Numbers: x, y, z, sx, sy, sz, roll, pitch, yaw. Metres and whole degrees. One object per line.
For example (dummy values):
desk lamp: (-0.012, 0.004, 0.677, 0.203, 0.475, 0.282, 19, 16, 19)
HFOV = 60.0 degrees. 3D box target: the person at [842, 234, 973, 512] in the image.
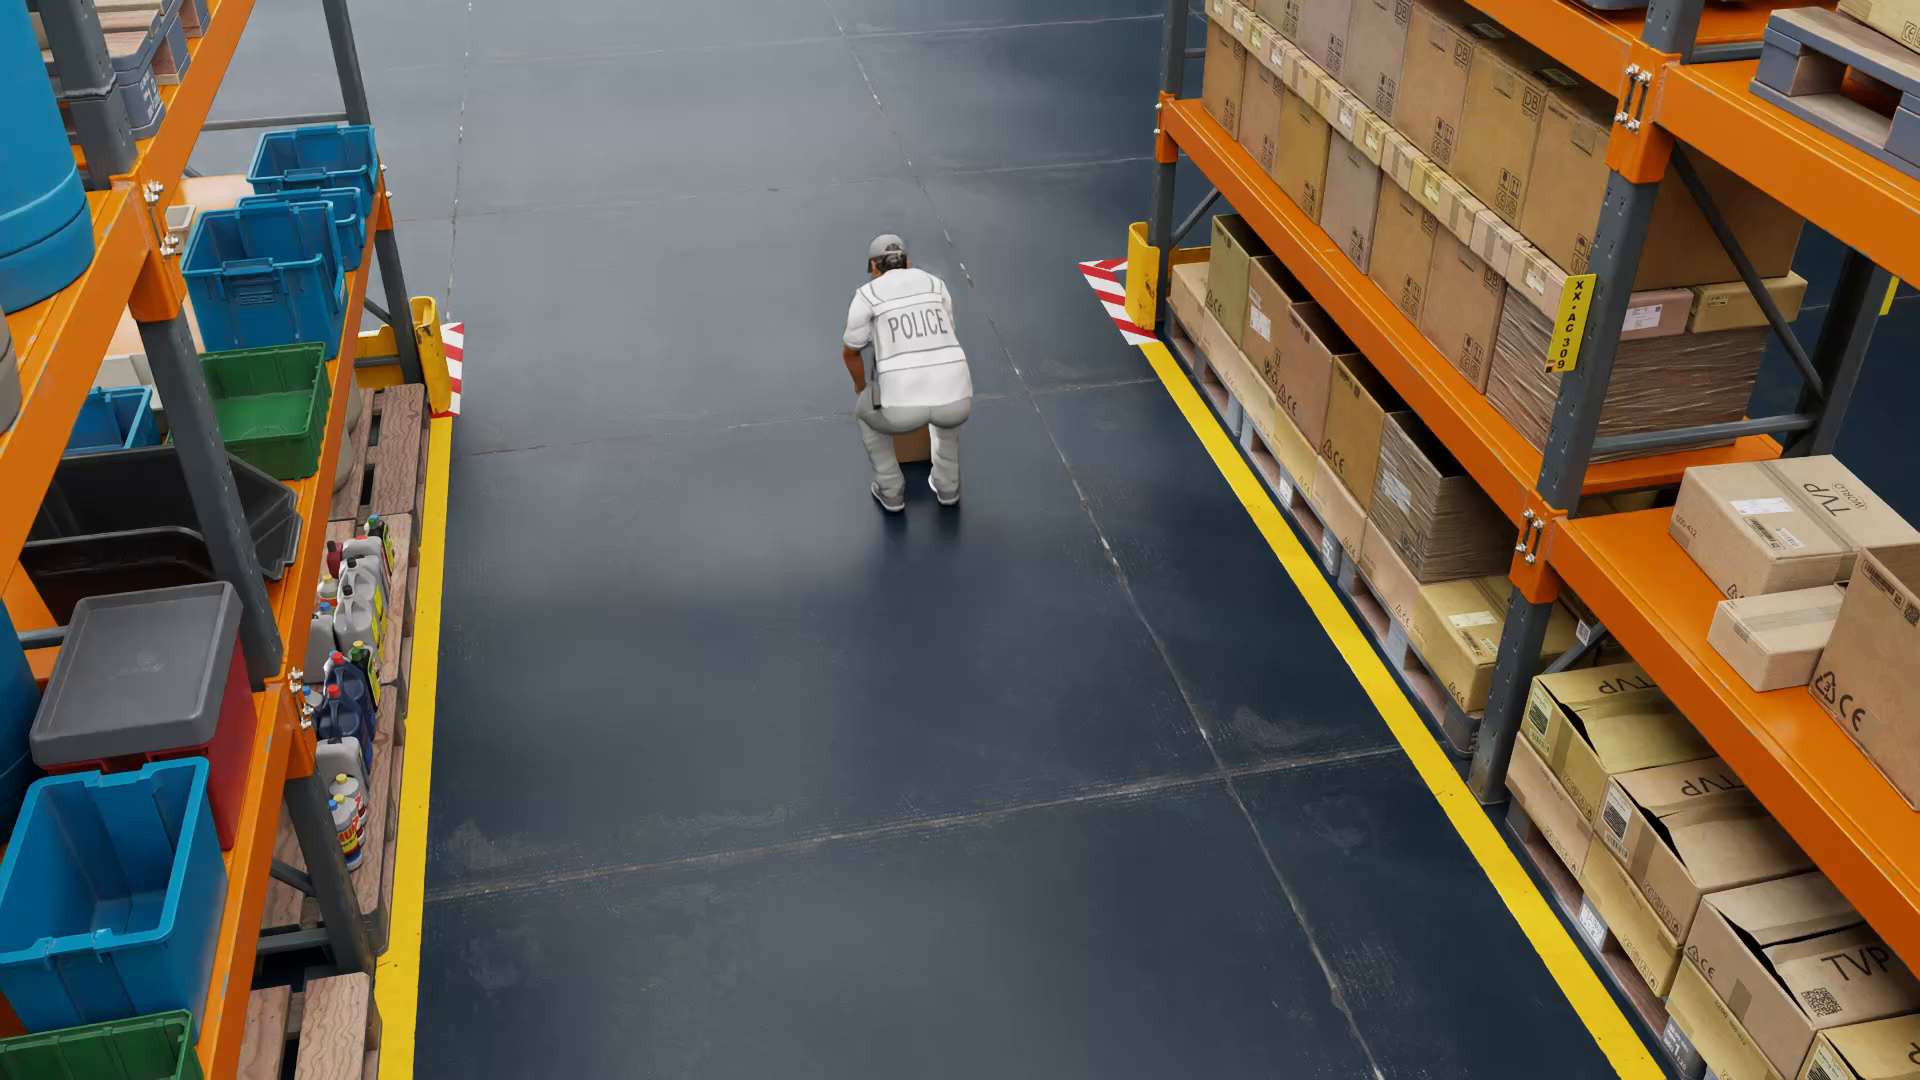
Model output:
person: (-0.247, -0.721, 7.599, 0.535, 1.207, 0.806, -8, 35, -11)
